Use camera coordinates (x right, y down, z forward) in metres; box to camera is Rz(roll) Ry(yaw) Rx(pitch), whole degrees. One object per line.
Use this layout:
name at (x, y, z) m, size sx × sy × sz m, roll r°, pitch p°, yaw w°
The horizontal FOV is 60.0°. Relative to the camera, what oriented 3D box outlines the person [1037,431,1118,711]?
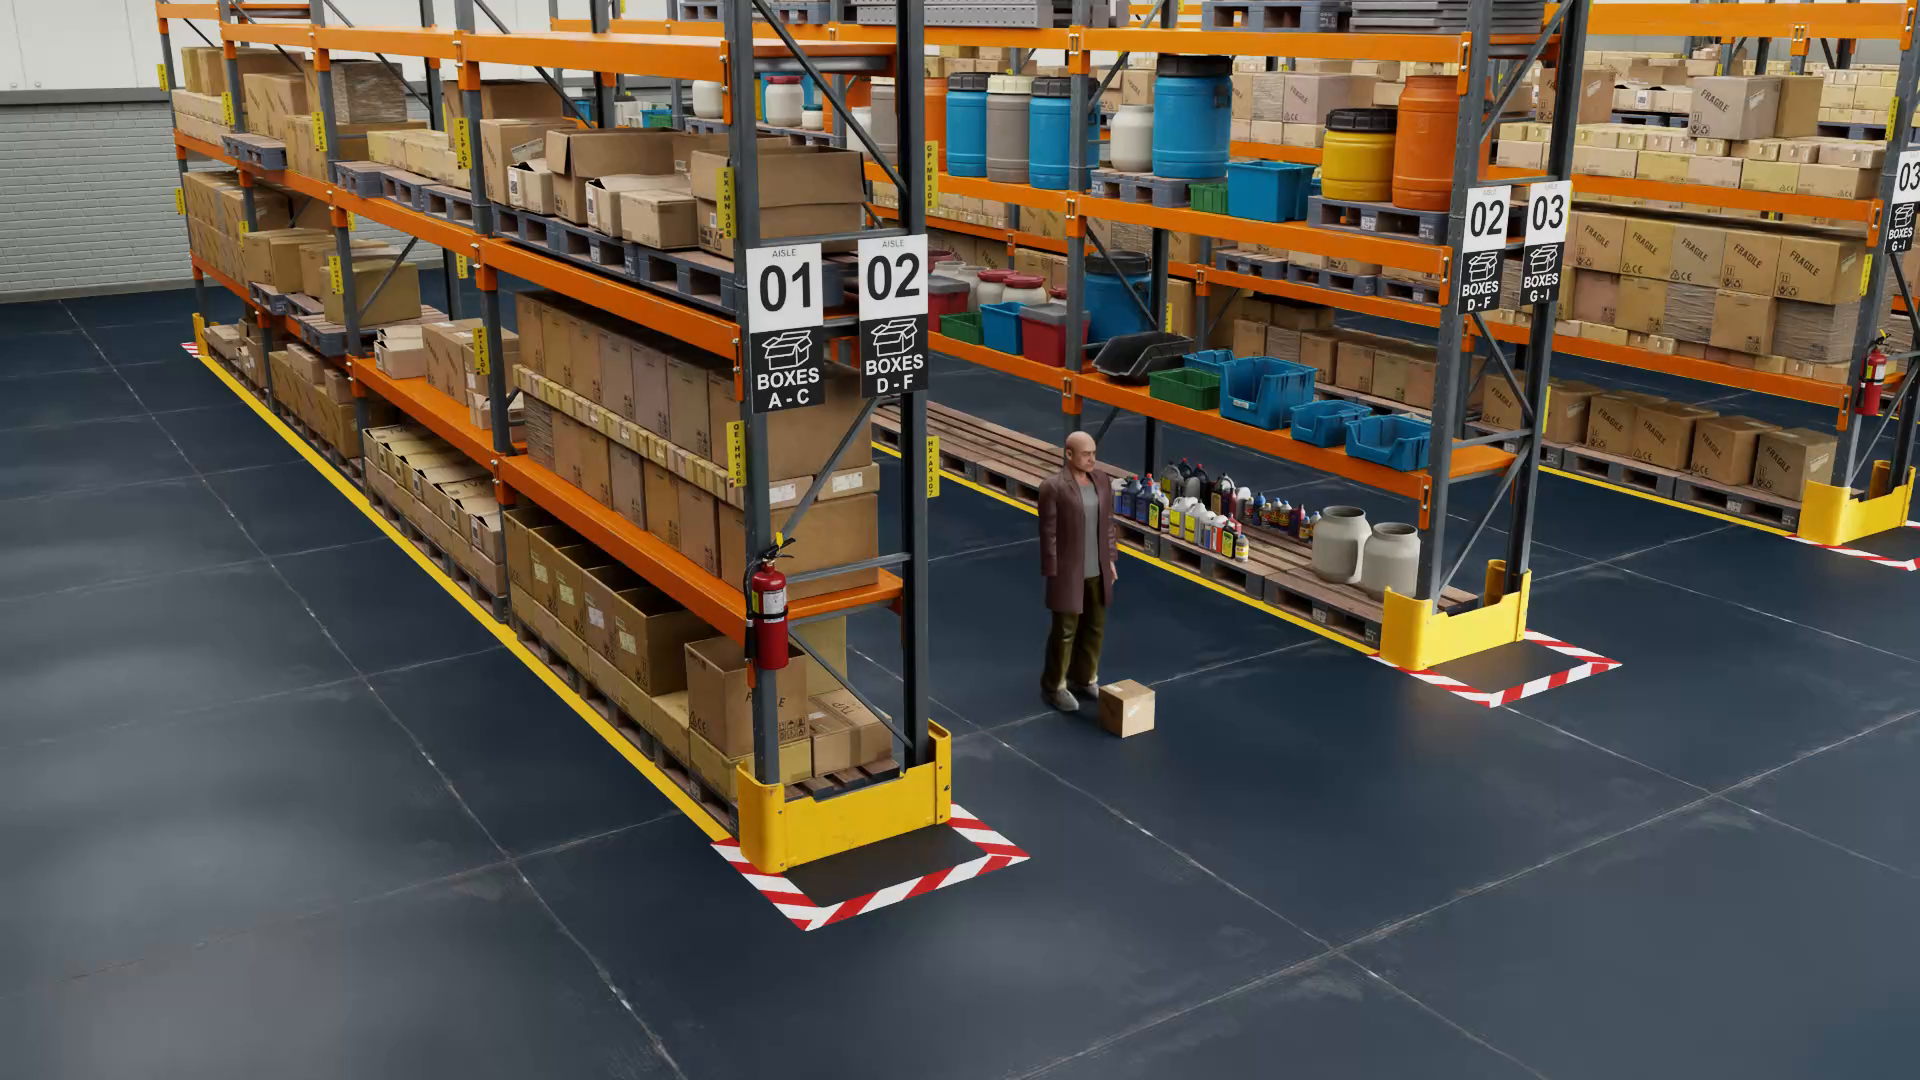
person at (0.761, 0.191, 10.507) m, size 0.561 × 1.788 × 0.402 m, roll -11°, pitch 21°, yaw -30°
